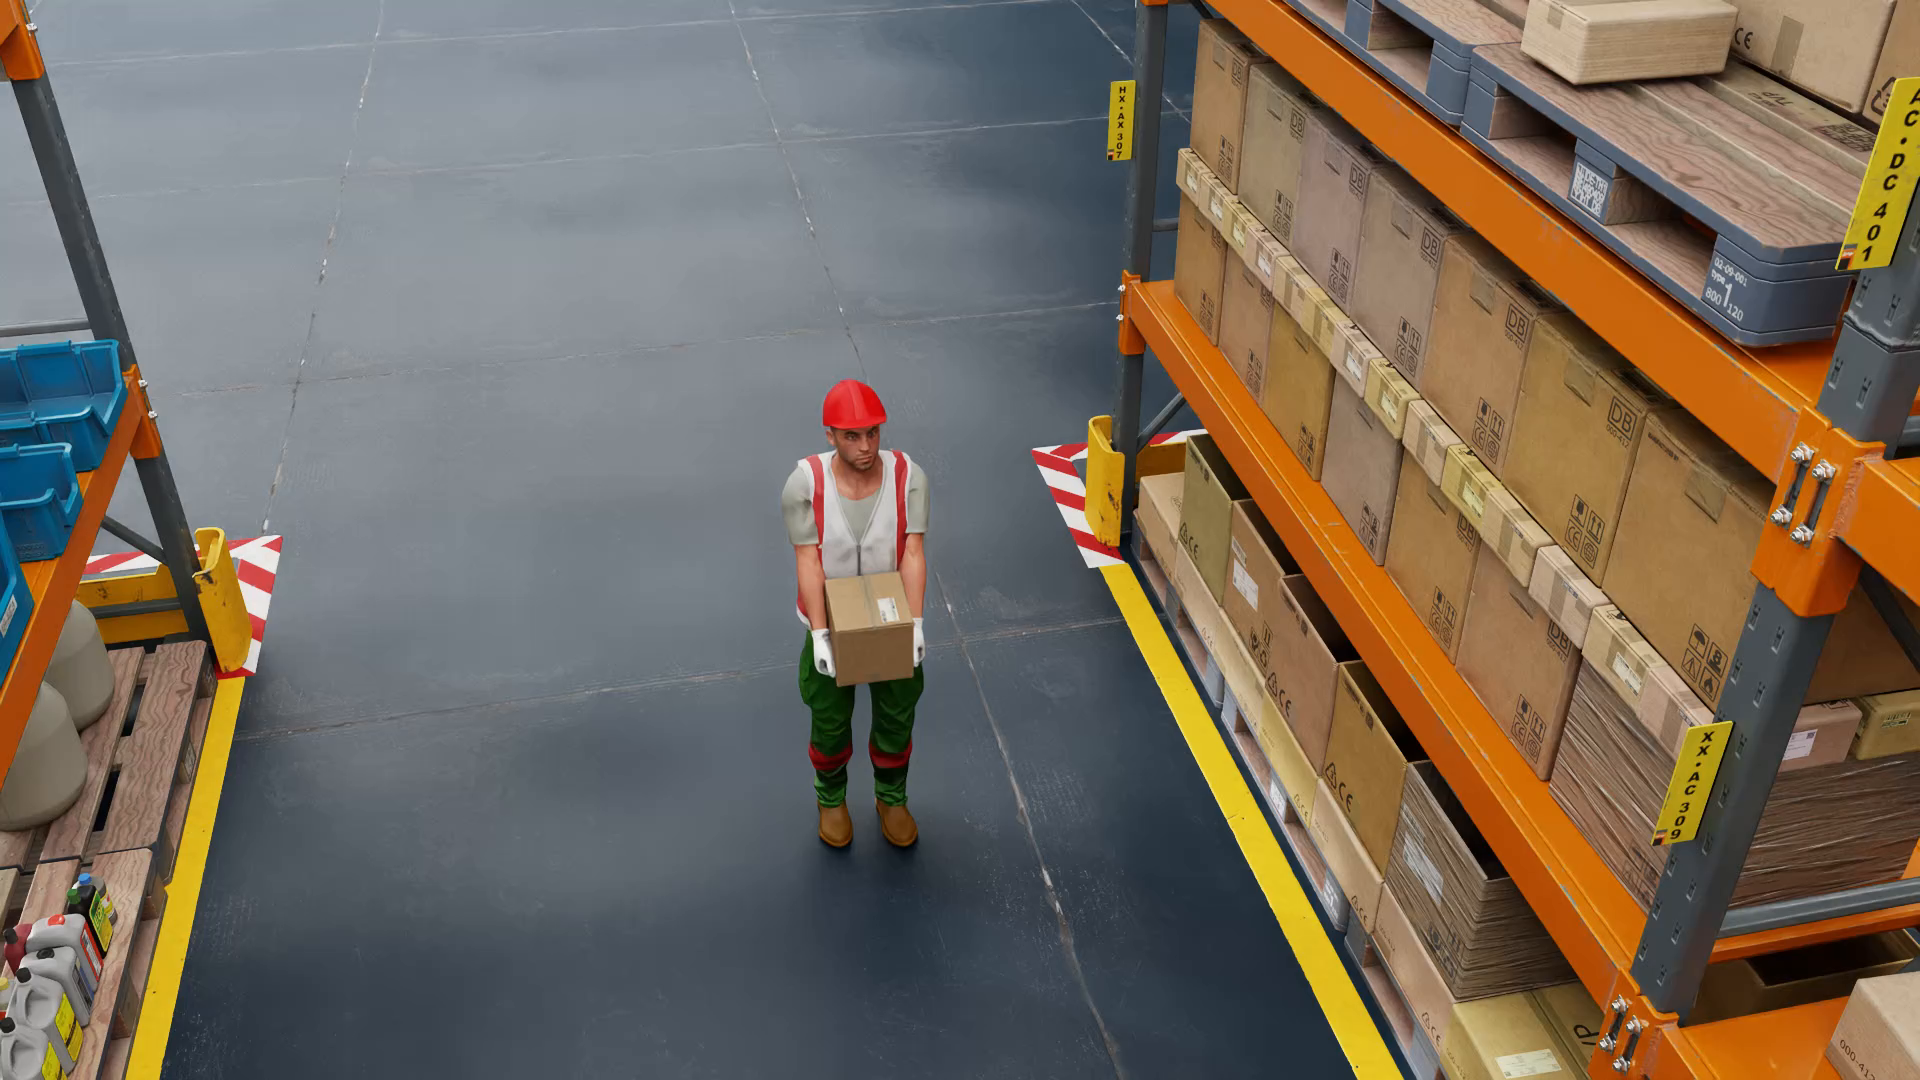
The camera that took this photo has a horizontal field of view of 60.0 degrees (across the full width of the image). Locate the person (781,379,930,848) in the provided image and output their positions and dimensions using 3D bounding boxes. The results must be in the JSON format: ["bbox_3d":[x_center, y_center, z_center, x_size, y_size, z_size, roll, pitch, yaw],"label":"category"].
[{"bbox_3d":[-0.317,0.325,5.643,0.494,1.784,0.556,-7,35,-10],"label":"person"}]
